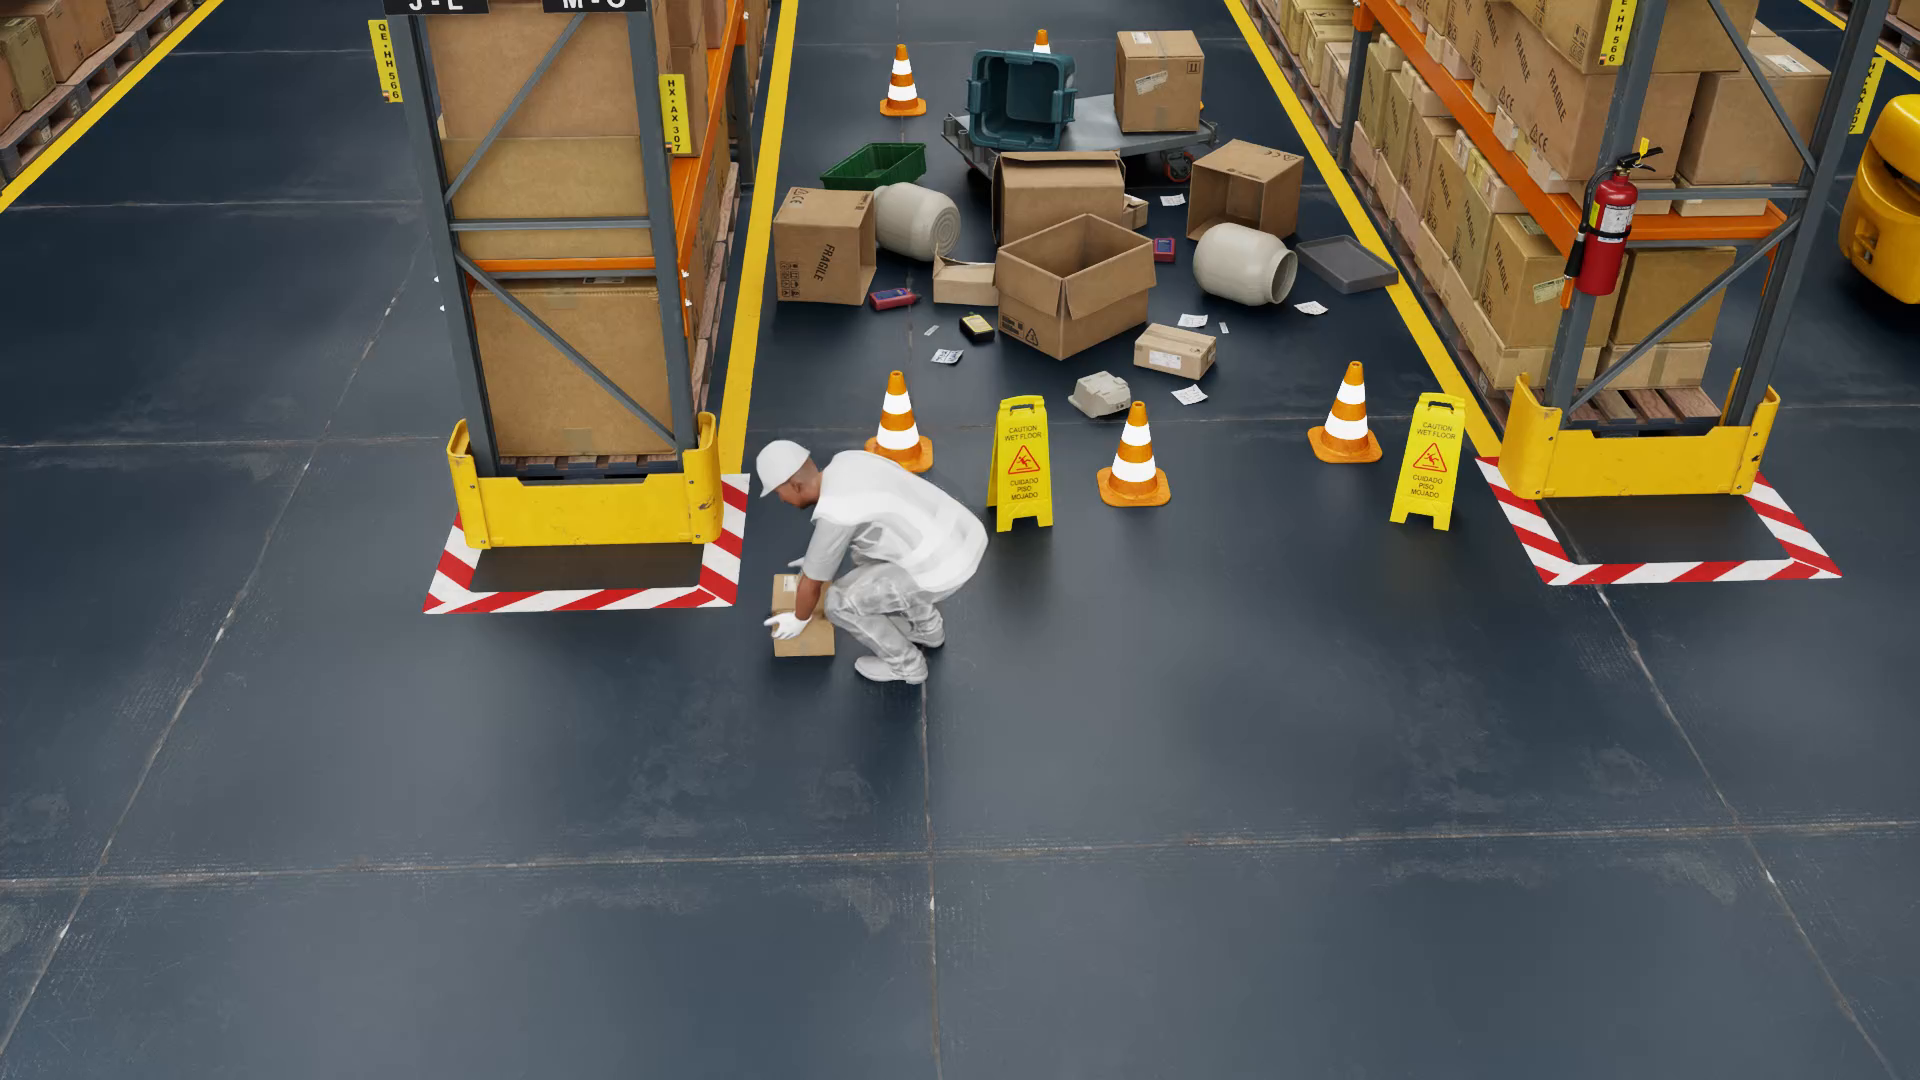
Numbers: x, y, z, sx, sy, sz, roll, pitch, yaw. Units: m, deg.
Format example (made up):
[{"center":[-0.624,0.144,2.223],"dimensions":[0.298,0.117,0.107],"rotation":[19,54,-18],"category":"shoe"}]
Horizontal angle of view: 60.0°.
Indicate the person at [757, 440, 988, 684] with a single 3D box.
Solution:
[{"center":[-0.358,0.075,6.696],"dimensions":[0.902,1.015,0.578],"rotation":[9,36,13],"category":"person"}]
